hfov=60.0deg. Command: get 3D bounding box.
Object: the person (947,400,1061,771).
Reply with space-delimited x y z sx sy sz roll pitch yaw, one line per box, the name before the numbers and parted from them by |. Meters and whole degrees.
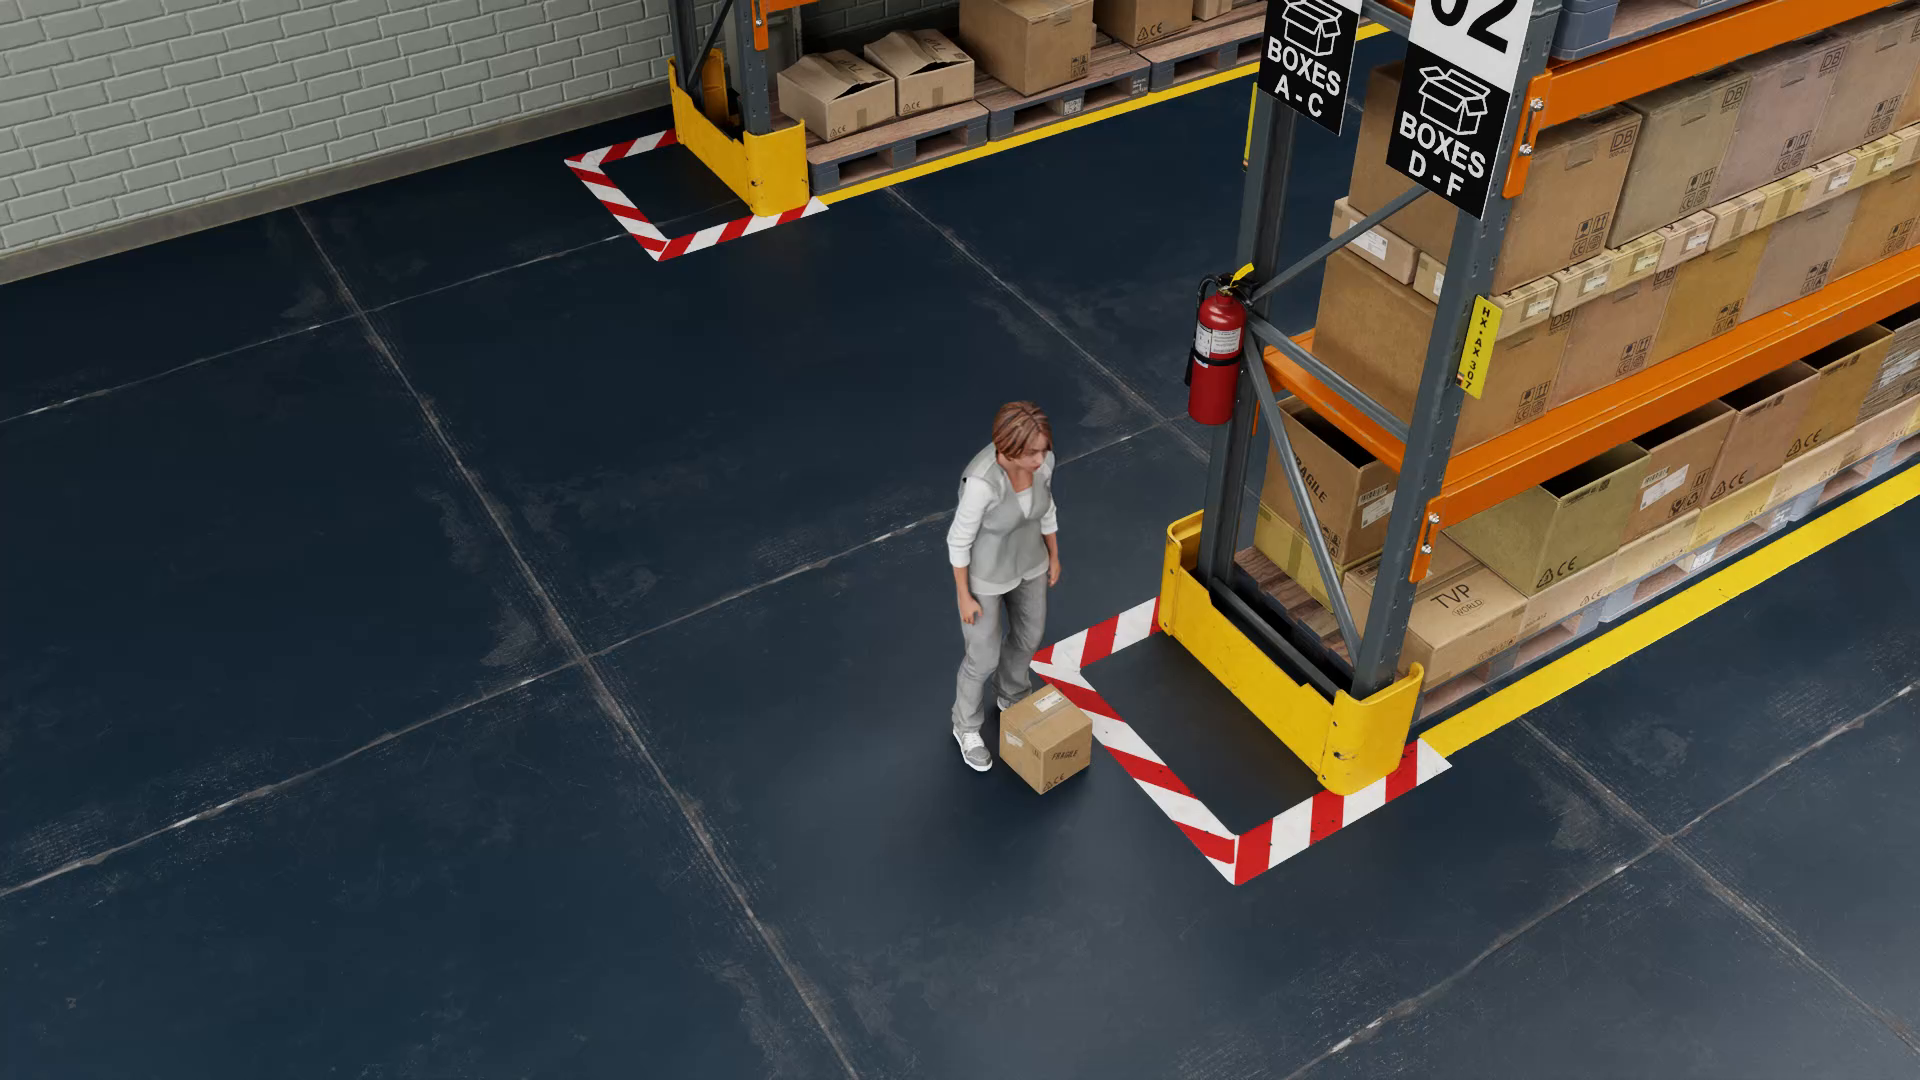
person | 0.163 0.132 6.017 0.465 1.592 0.345 -26 48 -27
